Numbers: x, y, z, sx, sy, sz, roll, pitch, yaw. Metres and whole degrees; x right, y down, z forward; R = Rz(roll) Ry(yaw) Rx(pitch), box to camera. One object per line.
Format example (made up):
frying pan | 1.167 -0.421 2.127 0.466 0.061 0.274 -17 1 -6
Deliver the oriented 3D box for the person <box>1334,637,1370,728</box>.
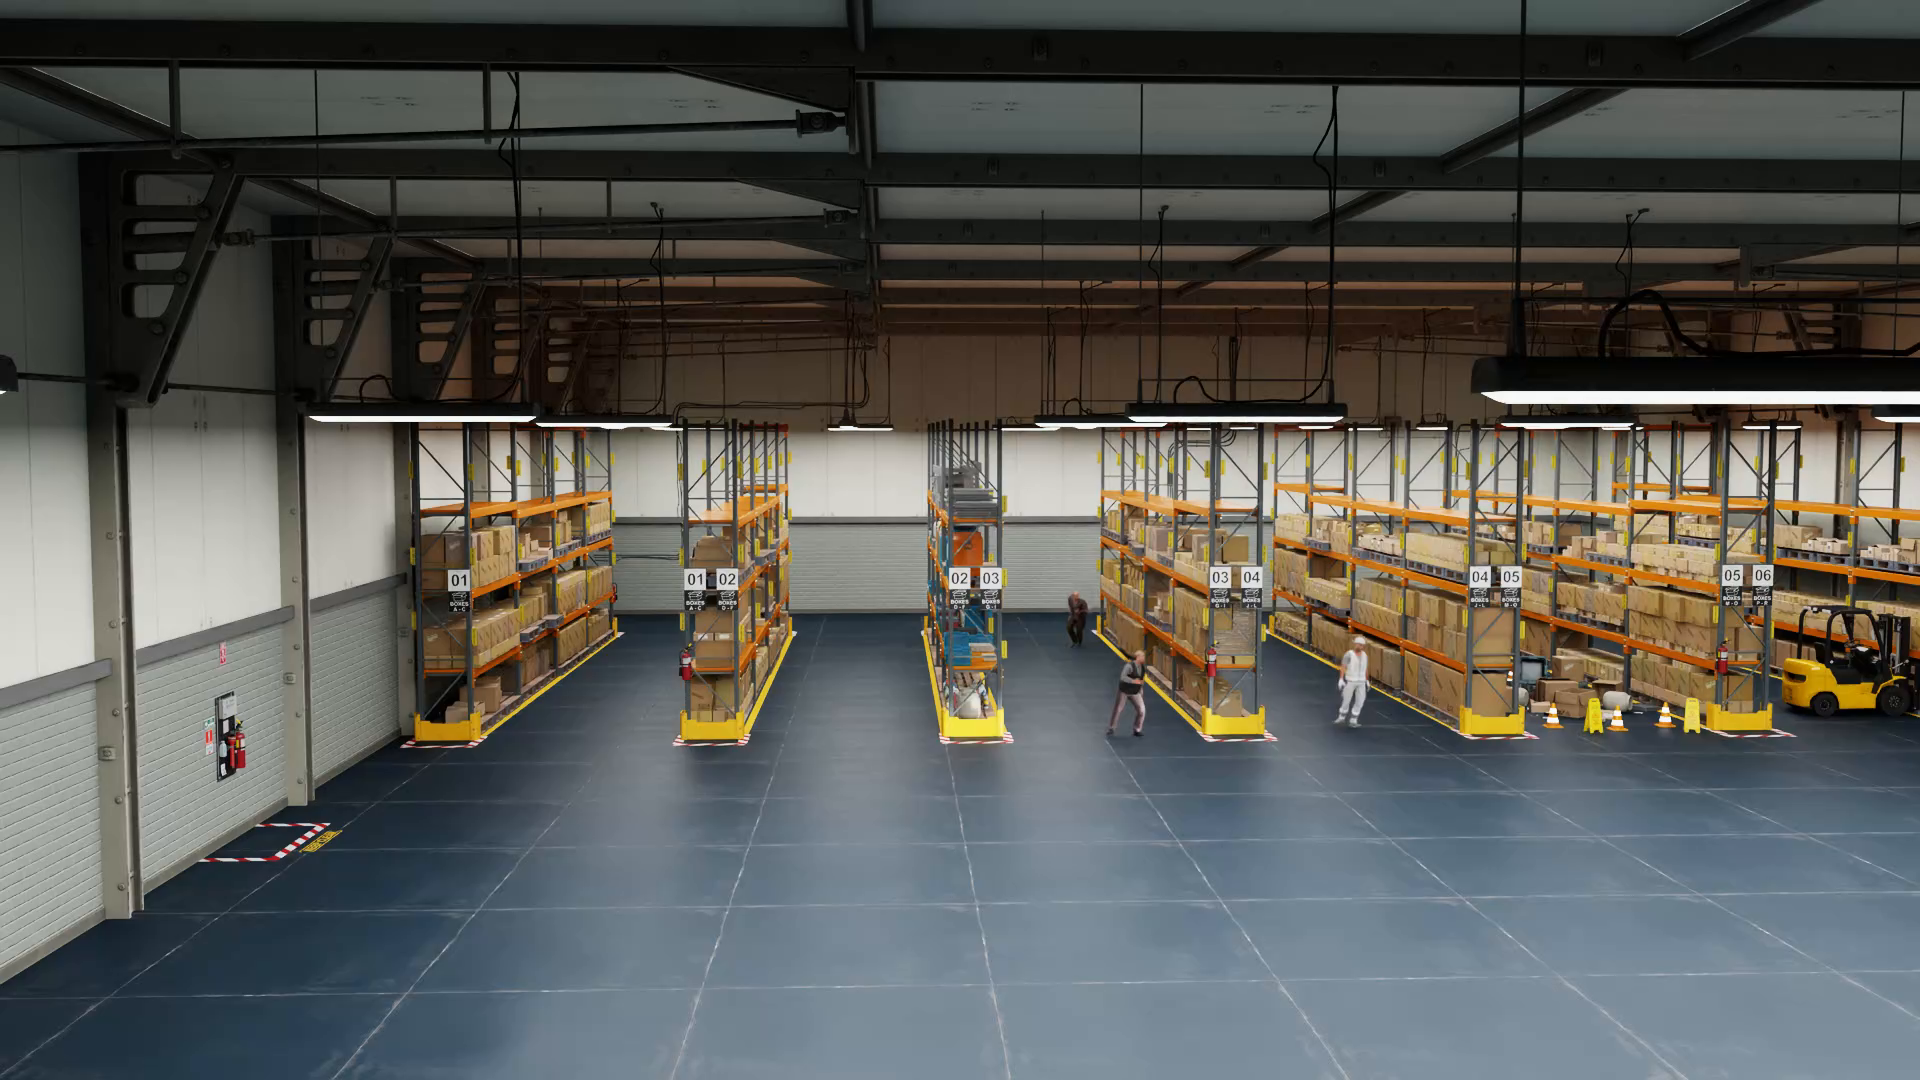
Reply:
person | 7.640 2.762 32.414 0.660 1.766 0.489 -1 4 -16

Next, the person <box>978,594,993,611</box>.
person | 0.885 1.673 49.831 0.581 1.763 0.699 3 5 41

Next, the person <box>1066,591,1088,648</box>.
person | 3.127 2.090 44.152 0.713 1.558 1.174 1 4 22

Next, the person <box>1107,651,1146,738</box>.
person | 3.228 2.909 31.439 0.734 1.658 0.846 -2 4 -27
